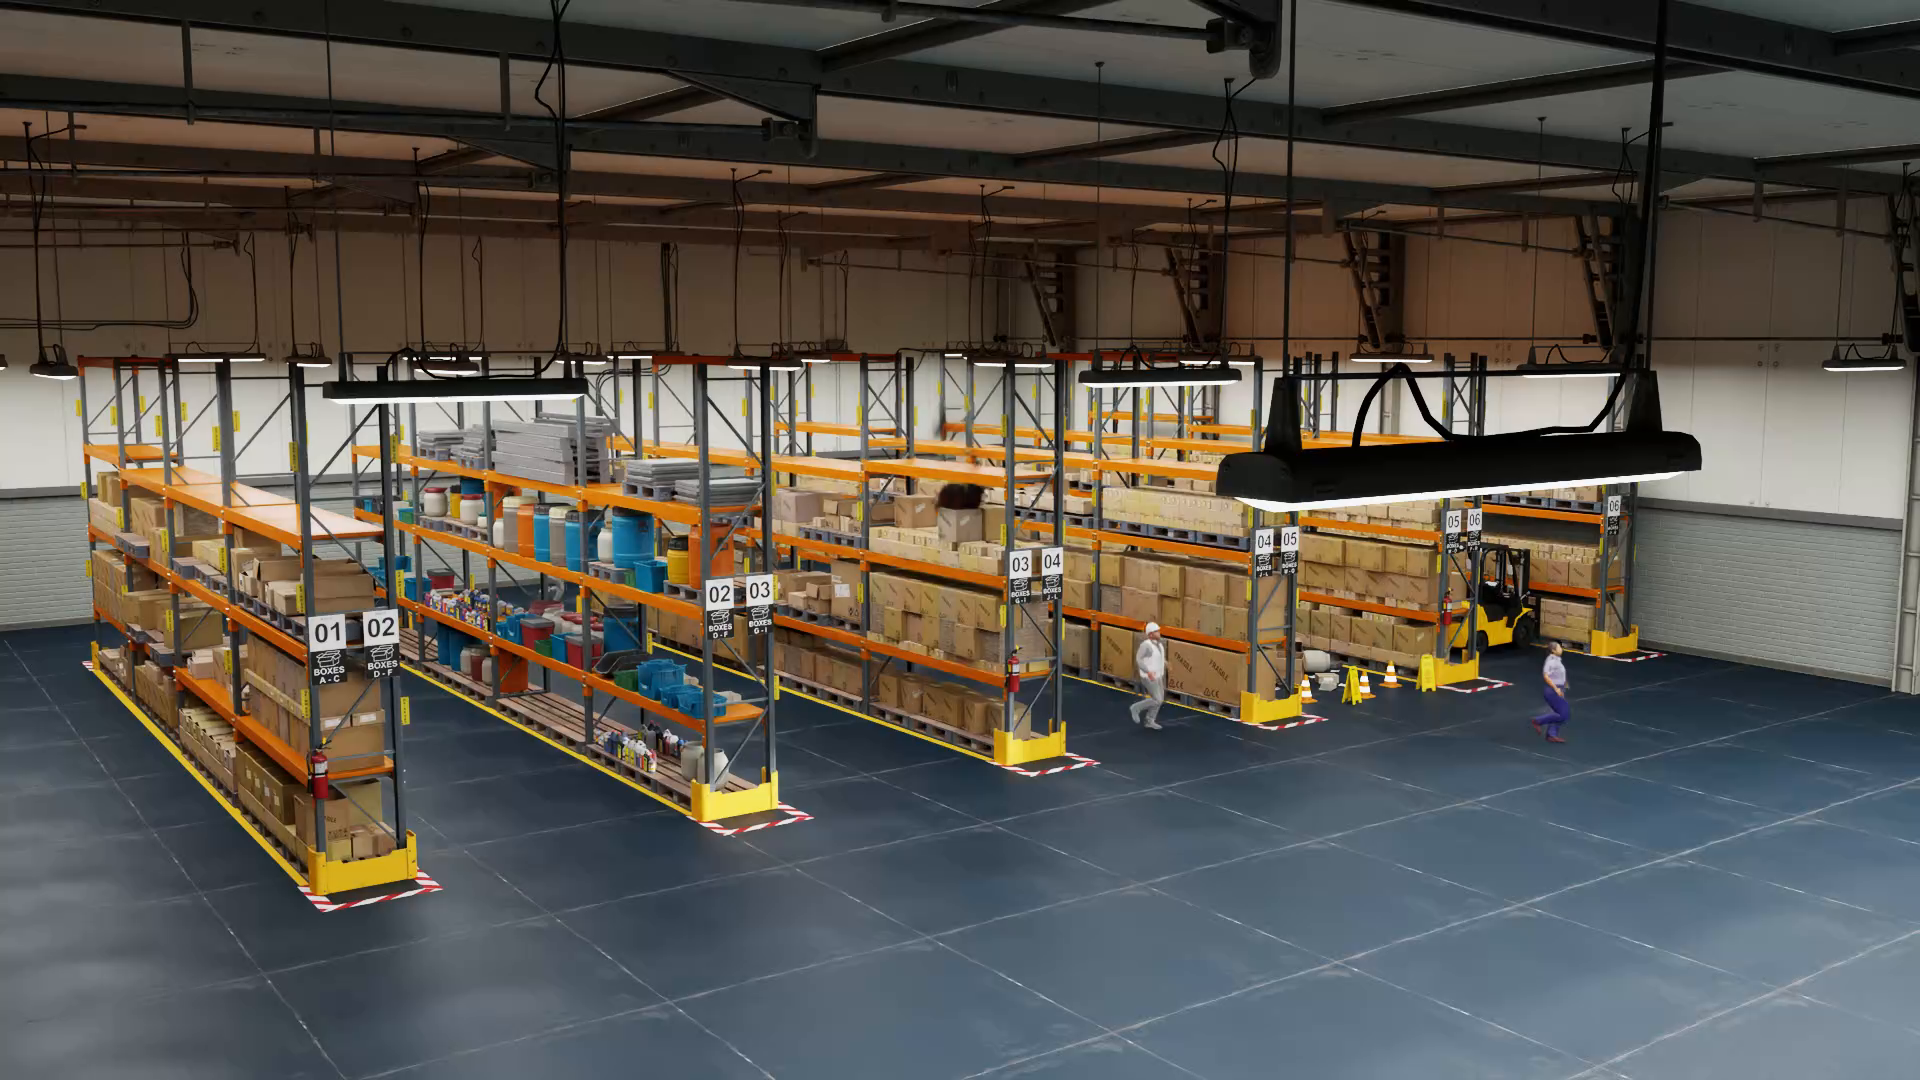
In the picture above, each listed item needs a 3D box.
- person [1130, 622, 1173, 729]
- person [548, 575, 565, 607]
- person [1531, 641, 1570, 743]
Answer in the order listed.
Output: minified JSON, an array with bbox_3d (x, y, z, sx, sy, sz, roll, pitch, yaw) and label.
[{"bbox_3d":[3.130,2.201,27.069,0.626,1.745,0.656,4,8,32],"label":"person"},{"bbox_3d":[-9.565,0.785,39.110,0.528,1.646,0.621,-1,7,-11],"label":"person"},{"bbox_3d":[9.287,2.385,26.127,0.559,1.604,0.620,2,7,19],"label":"person"}]
